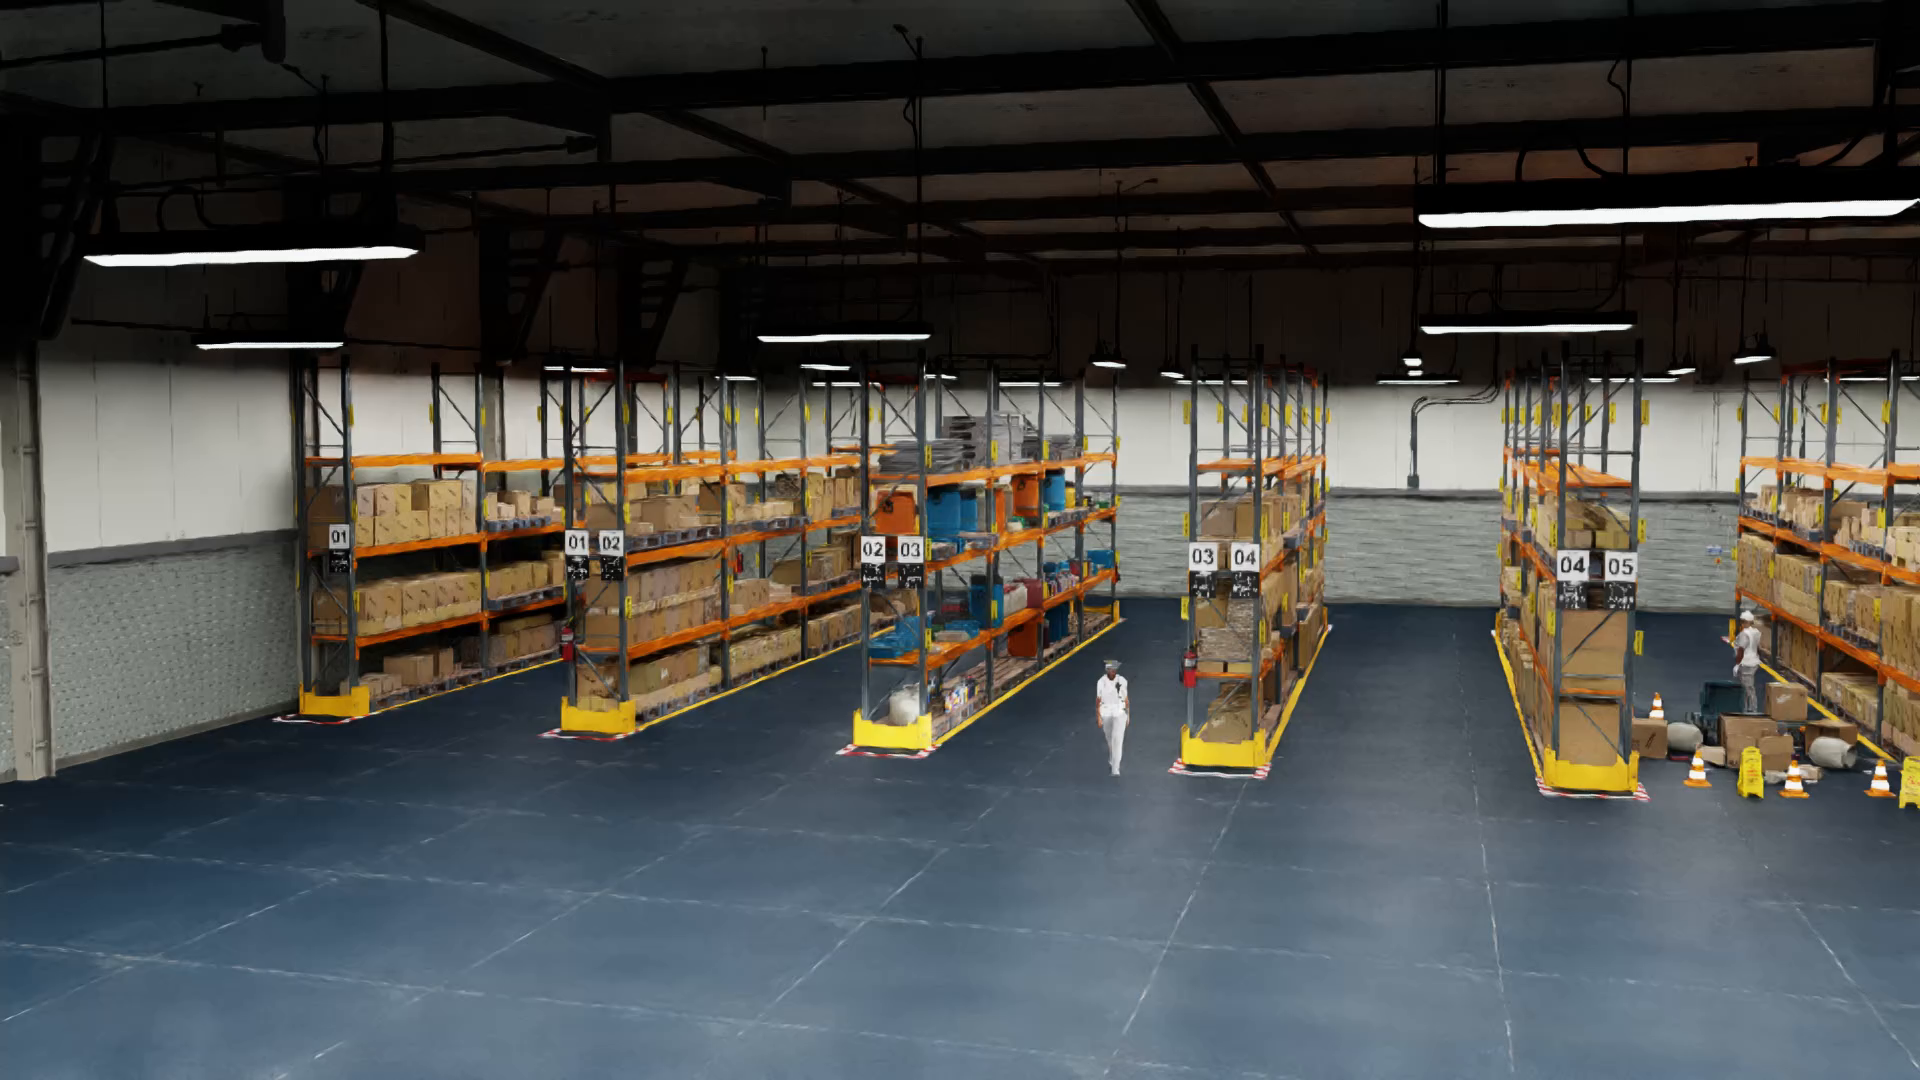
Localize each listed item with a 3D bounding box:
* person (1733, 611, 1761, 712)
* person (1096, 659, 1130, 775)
[{"bbox_3d":[12.883,2.049,27.317,0.577,1.783,0.662,4,6,43],"label":"person"},{"bbox_3d":[2.134,2.442,23.334,0.456,1.589,1.088,1,4,18],"label":"person"}]
